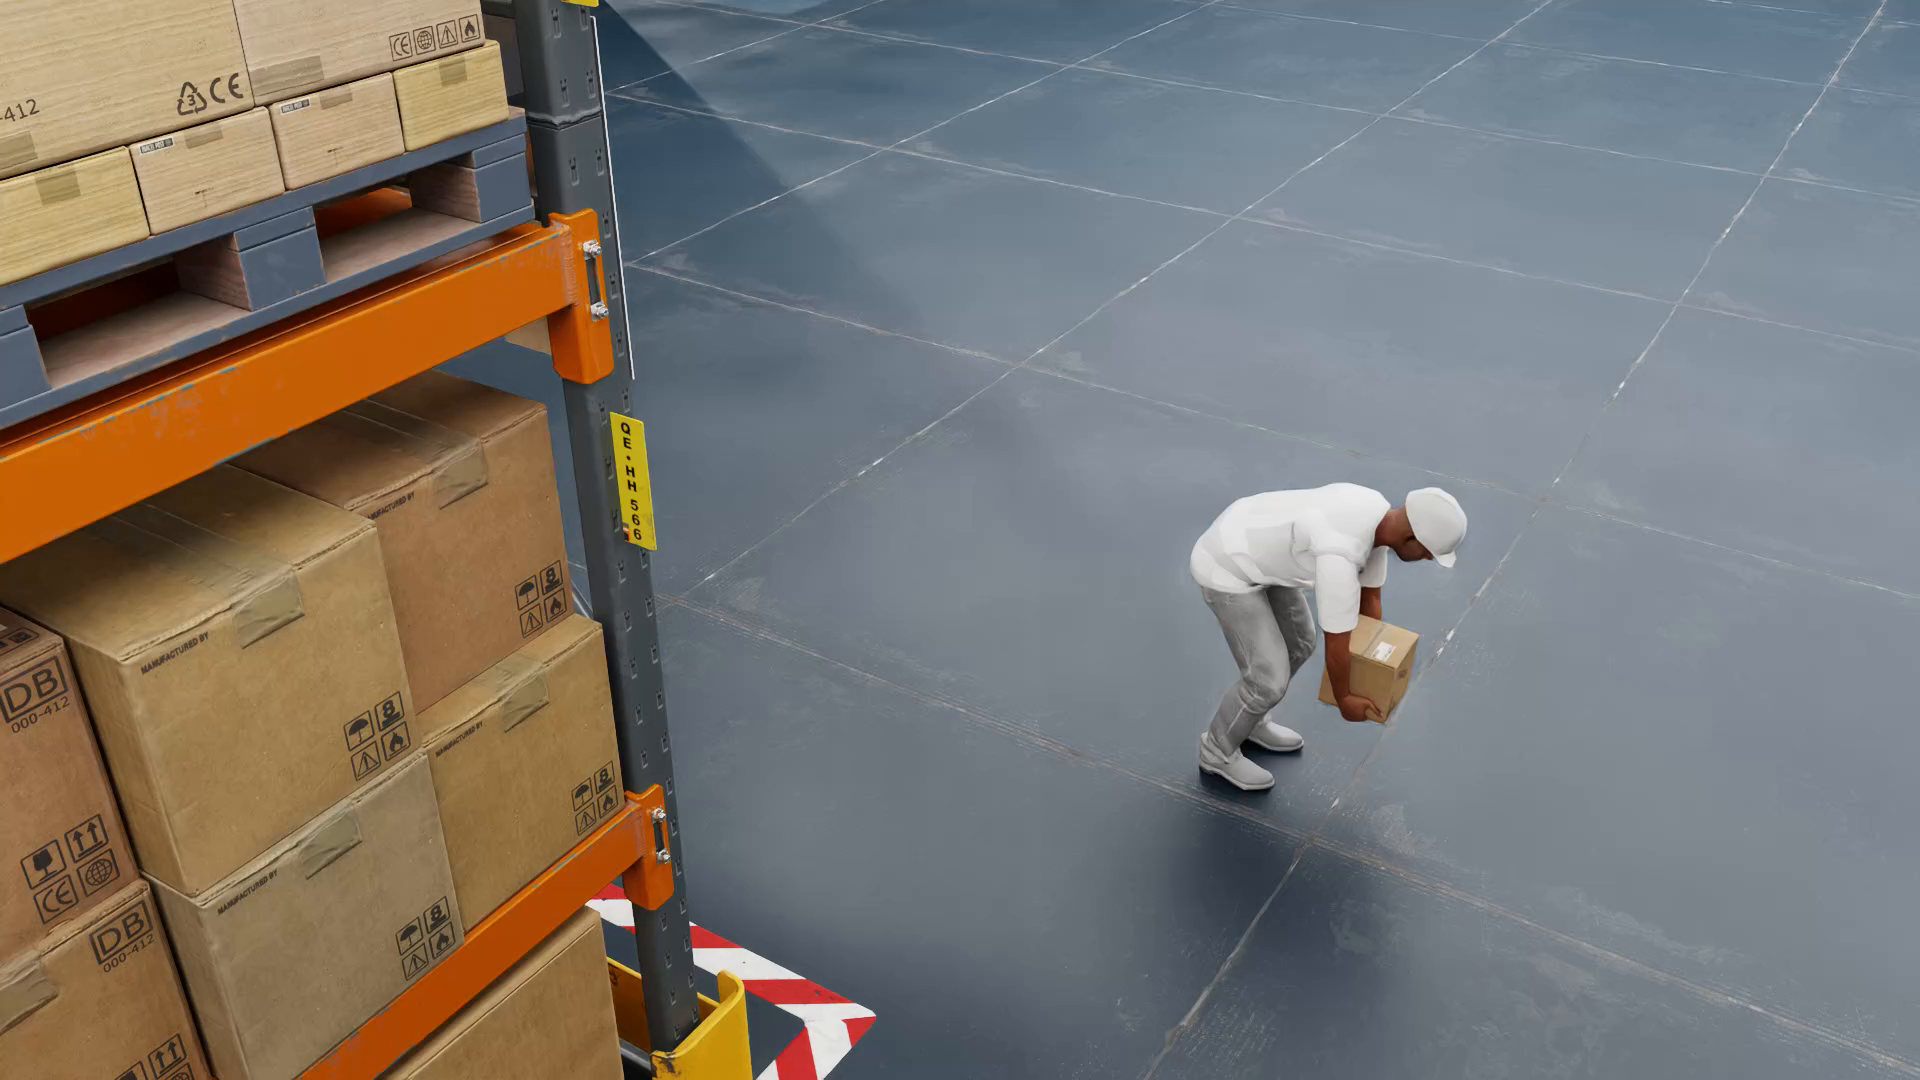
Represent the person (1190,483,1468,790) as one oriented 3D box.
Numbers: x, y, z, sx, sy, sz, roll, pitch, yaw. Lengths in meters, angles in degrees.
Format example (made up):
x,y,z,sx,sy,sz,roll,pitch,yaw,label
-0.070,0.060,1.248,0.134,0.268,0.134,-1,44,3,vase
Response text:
x,y,z,sx,sy,sz,roll,pitch,yaw,label
1.289,0.314,6.018,0.923,1.311,0.494,16,34,26,person
